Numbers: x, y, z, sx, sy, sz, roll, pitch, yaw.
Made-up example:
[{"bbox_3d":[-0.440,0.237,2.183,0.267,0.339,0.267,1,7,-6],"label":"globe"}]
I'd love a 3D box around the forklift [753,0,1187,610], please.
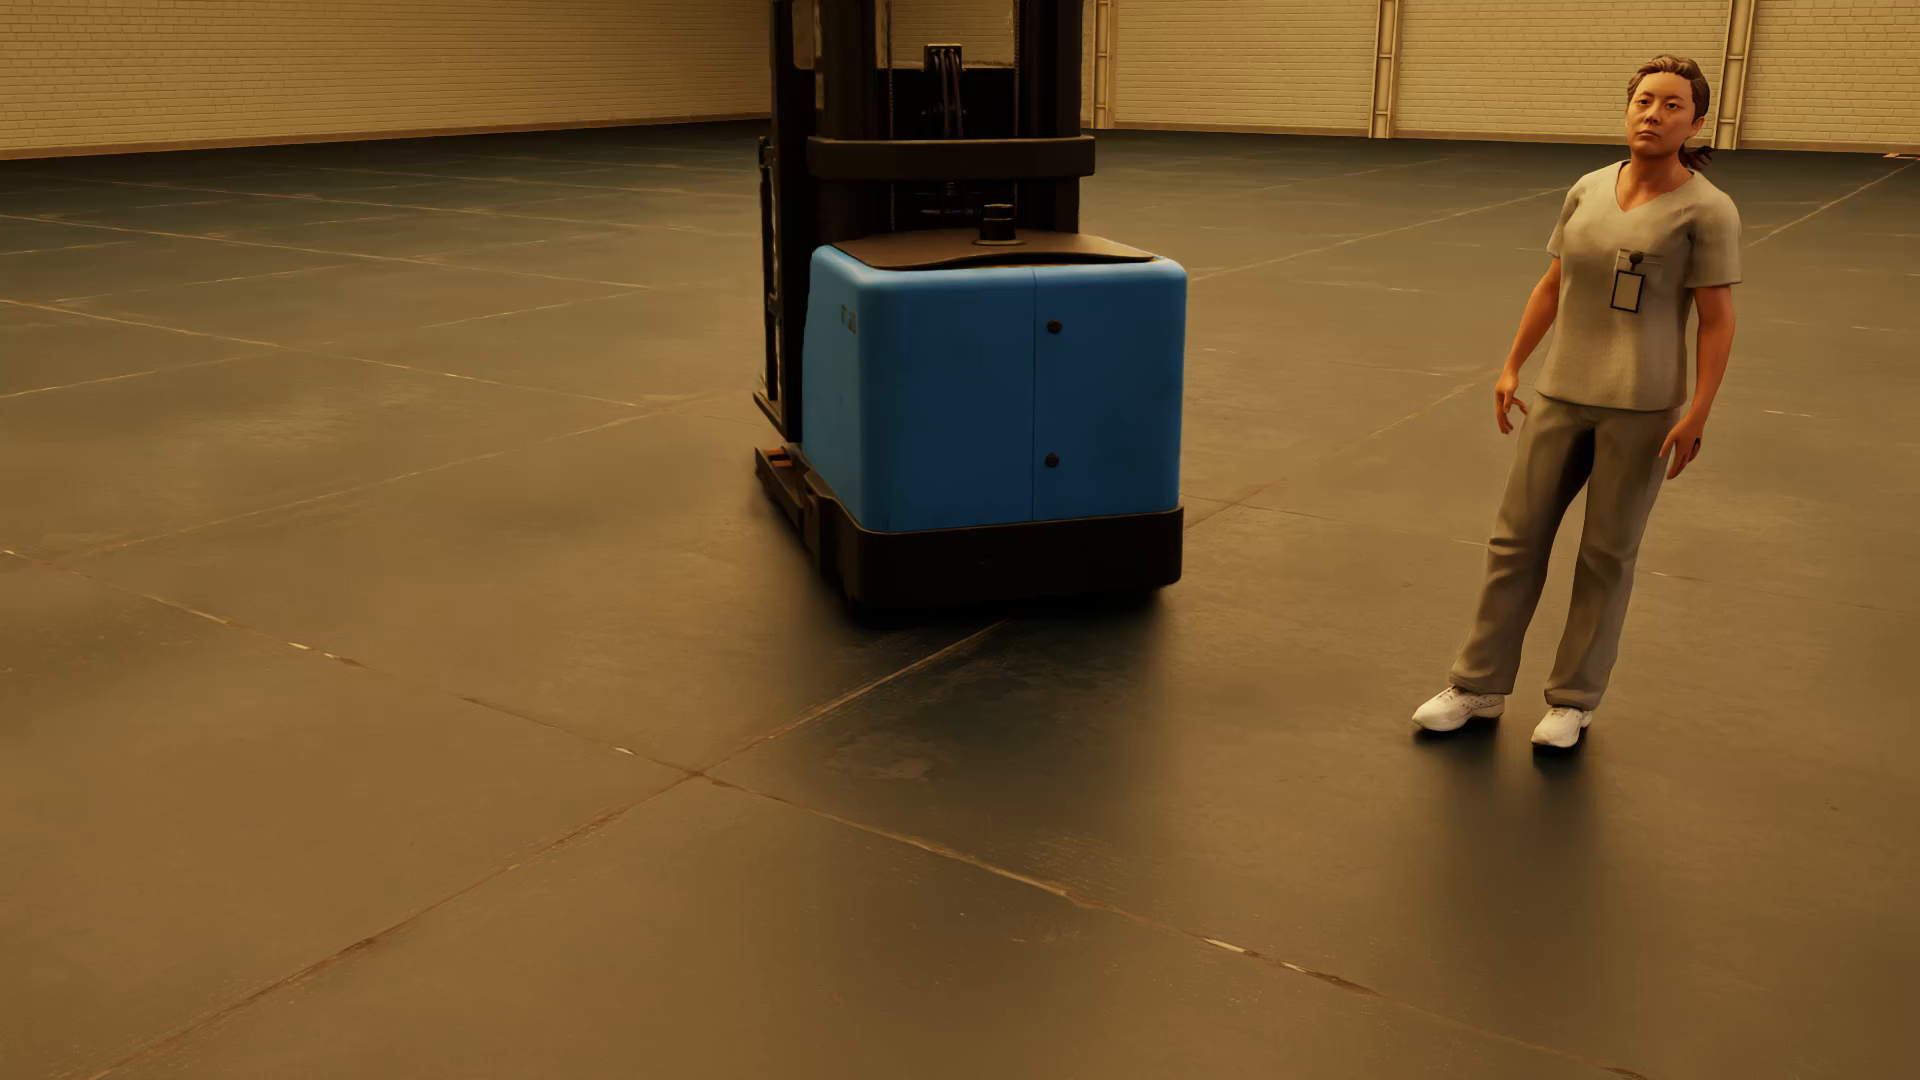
[{"bbox_3d":[-0.188,-1.575,6.099,1.130,2.935,3.031,-5,17,-15],"label":"forklift"}]

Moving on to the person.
[{"bbox_3d":[1.524,-0.309,4.032,0.533,1.673,0.548,-15,22,-41],"label":"person"}]
